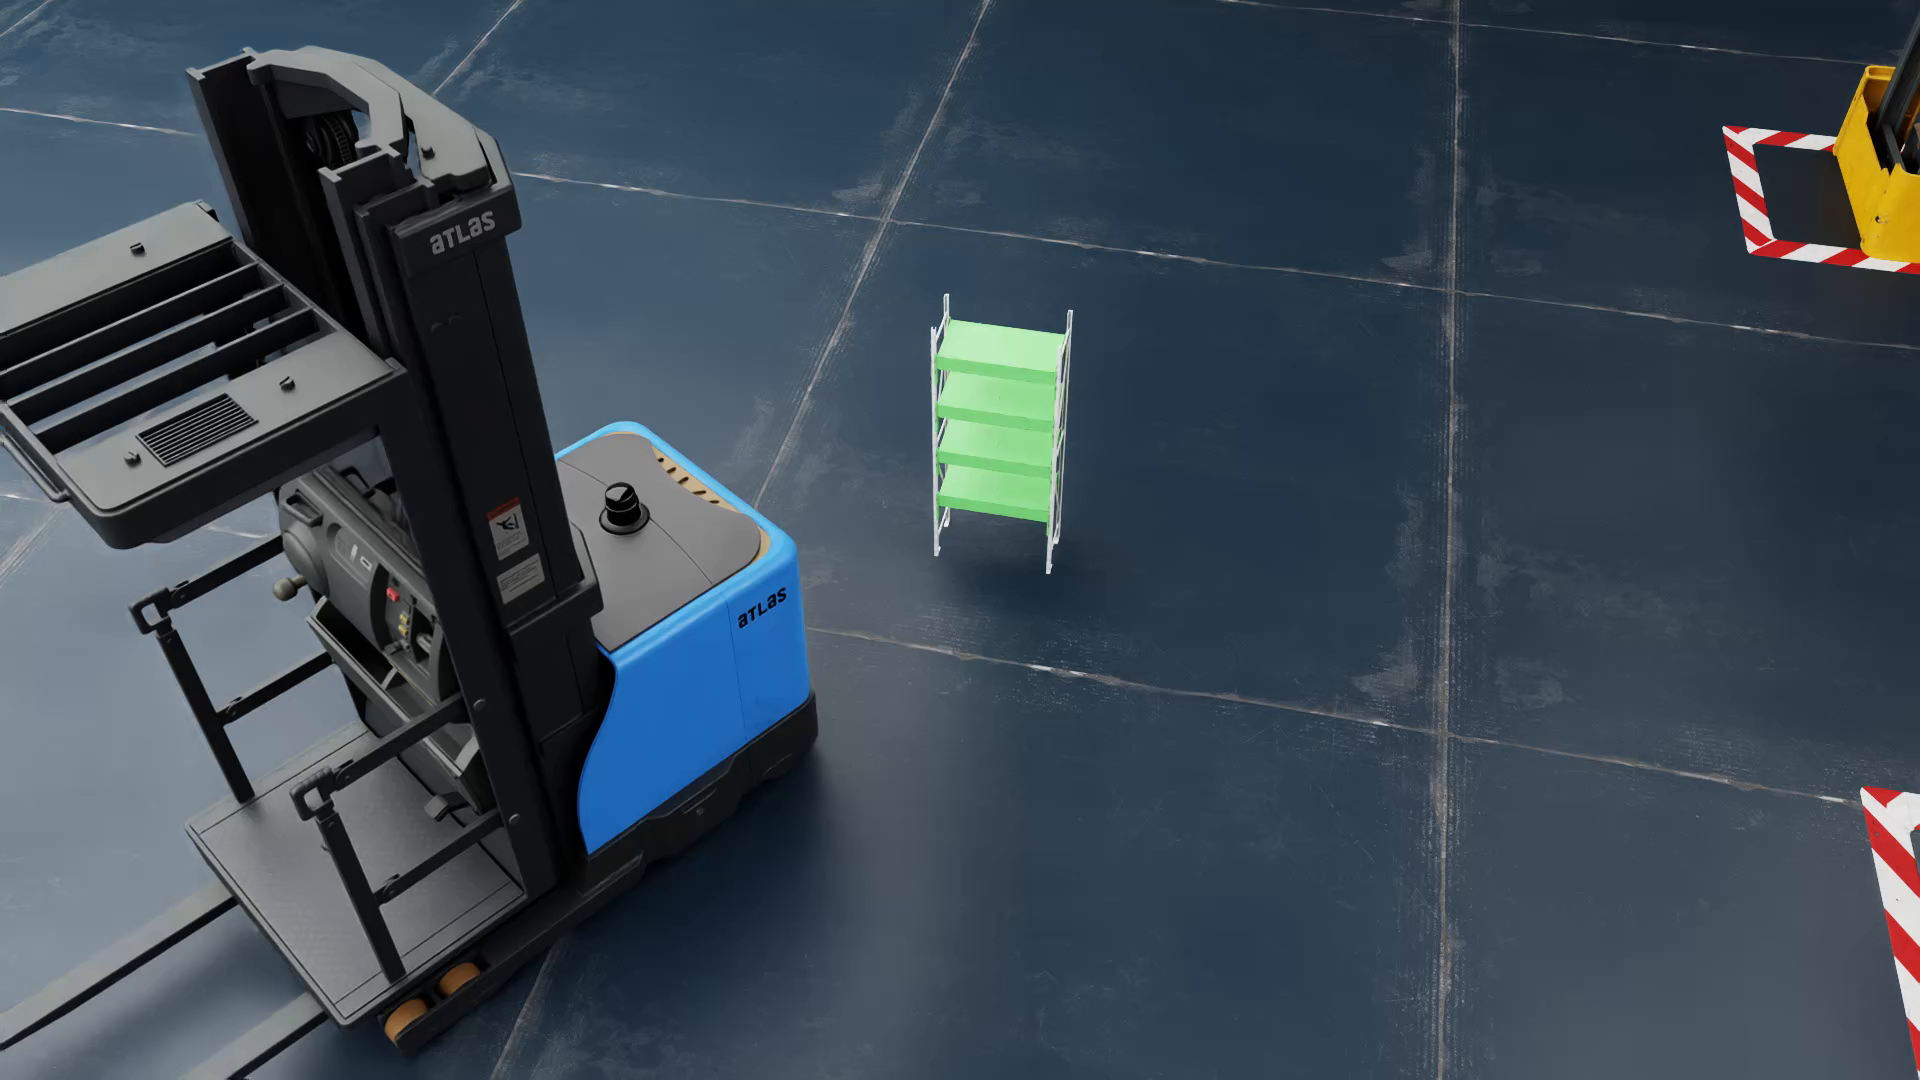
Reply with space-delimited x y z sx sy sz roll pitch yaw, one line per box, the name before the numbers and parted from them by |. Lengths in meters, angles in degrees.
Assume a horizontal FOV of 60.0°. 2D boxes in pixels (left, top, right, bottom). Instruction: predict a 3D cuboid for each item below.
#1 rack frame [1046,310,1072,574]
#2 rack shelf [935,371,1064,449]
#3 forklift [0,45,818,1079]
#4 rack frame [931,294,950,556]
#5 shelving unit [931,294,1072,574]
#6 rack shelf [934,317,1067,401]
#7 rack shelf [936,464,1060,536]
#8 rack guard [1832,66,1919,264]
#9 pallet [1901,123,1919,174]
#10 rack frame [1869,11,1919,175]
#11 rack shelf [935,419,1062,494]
rack frame | 0.400 -0.370 6.730 0.015 1.200 0.240 9 45 9
rack shelf | 0.162 -0.534 6.646 0.480 0.148 0.258 9 45 9
forklift | -1.943 0.208 4.881 3.031 2.935 1.130 -34 54 -30
rack frame | -0.077 -0.444 6.806 0.015 1.200 0.240 9 45 9
shelving unit | 0.162 -0.407 6.768 0.503 1.200 0.258 9 45 9
rack shelf | 0.162 -0.707 6.479 0.480 0.148 0.258 9 45 9
rack shelf | 0.162 -0.188 6.979 0.480 0.148 0.258 9 45 9
rack guard | 5.057 -2.038 8.967 0.348 0.500 1.175 9 45 9
pallet | 5.835 -1.843 8.972 1.213 0.211 1.003 9 45 9
rack frame | 5.080 -2.935 8.096 0.127 3.000 1.000 9 45 9
rack shelf | 0.162 -0.361 6.812 0.480 0.148 0.258 9 45 9
